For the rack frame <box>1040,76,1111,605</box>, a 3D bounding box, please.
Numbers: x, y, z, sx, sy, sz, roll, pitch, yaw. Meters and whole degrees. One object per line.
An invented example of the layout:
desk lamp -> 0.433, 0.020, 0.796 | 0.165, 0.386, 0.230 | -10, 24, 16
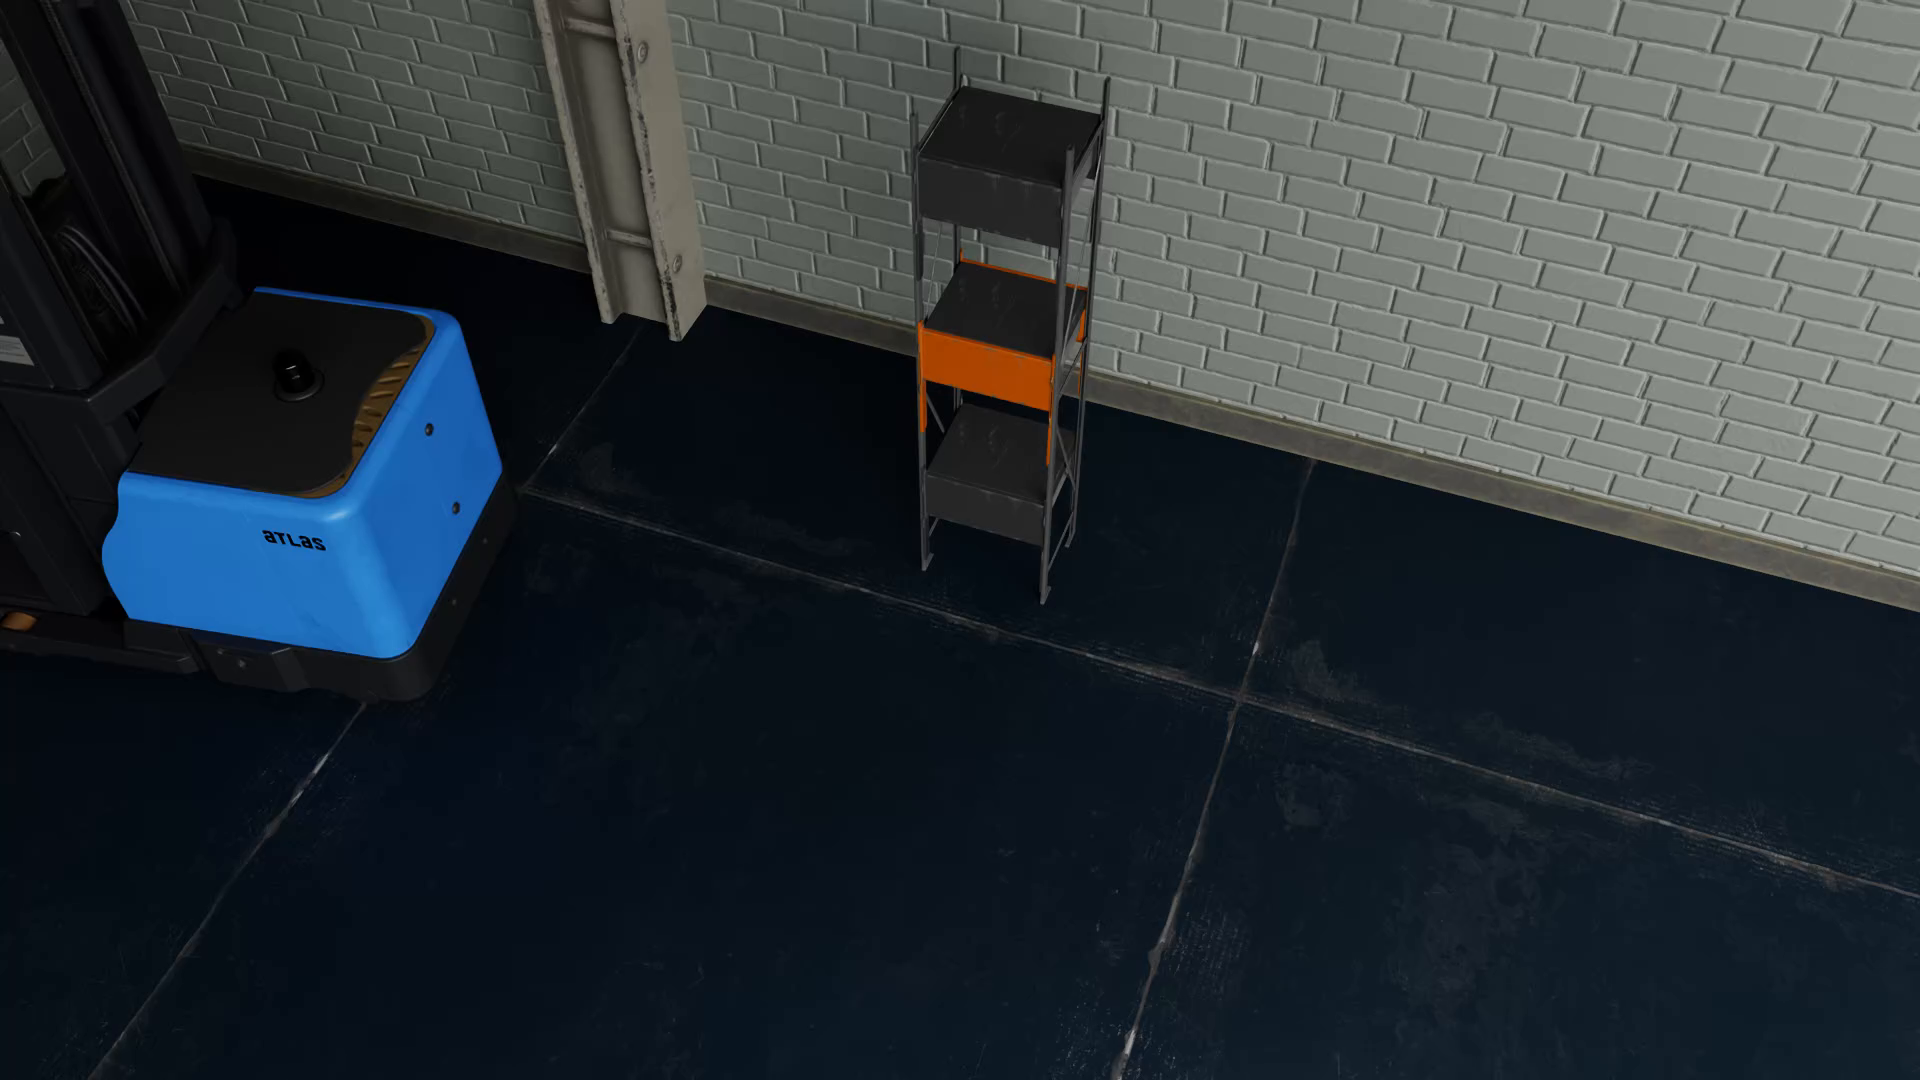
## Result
rack frame -> 0.384, -0.580, 5.730 | 0.015, 2.100, 0.400 | 16, 51, 13

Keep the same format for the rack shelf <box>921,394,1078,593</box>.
rack shelf -> 0.155, -0.177, 6.325 | 0.480, 0.518, 0.431 | 16, 51, 13

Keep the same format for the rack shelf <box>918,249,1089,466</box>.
rack shelf -> 0.155, -0.635, 5.796 | 0.480, 0.518, 0.431 | 16, 51, 13

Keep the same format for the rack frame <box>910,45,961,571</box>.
rack frame -> -0.074, -0.708, 5.841 | 0.015, 2.100, 0.400 | 16, 51, 13

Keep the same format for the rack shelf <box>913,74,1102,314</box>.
rack shelf -> 0.155, -1.094, 5.267 | 0.480, 0.518, 0.431 | 16, 51, 13

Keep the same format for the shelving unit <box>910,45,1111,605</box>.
shelving unit -> 0.155, -0.644, 5.786 | 0.503, 2.100, 0.431 | 16, 51, 13

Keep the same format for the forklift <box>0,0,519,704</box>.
forklift -> -3.326, -0.919, 5.474 | 3.031, 2.935, 1.130 | 8, 50, 7

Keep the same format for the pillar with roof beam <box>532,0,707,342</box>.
pillar with roof beam -> -2.868, -0.935, 1.472 | 0.400, 9.000, 9.100 | 16, 51, 13
